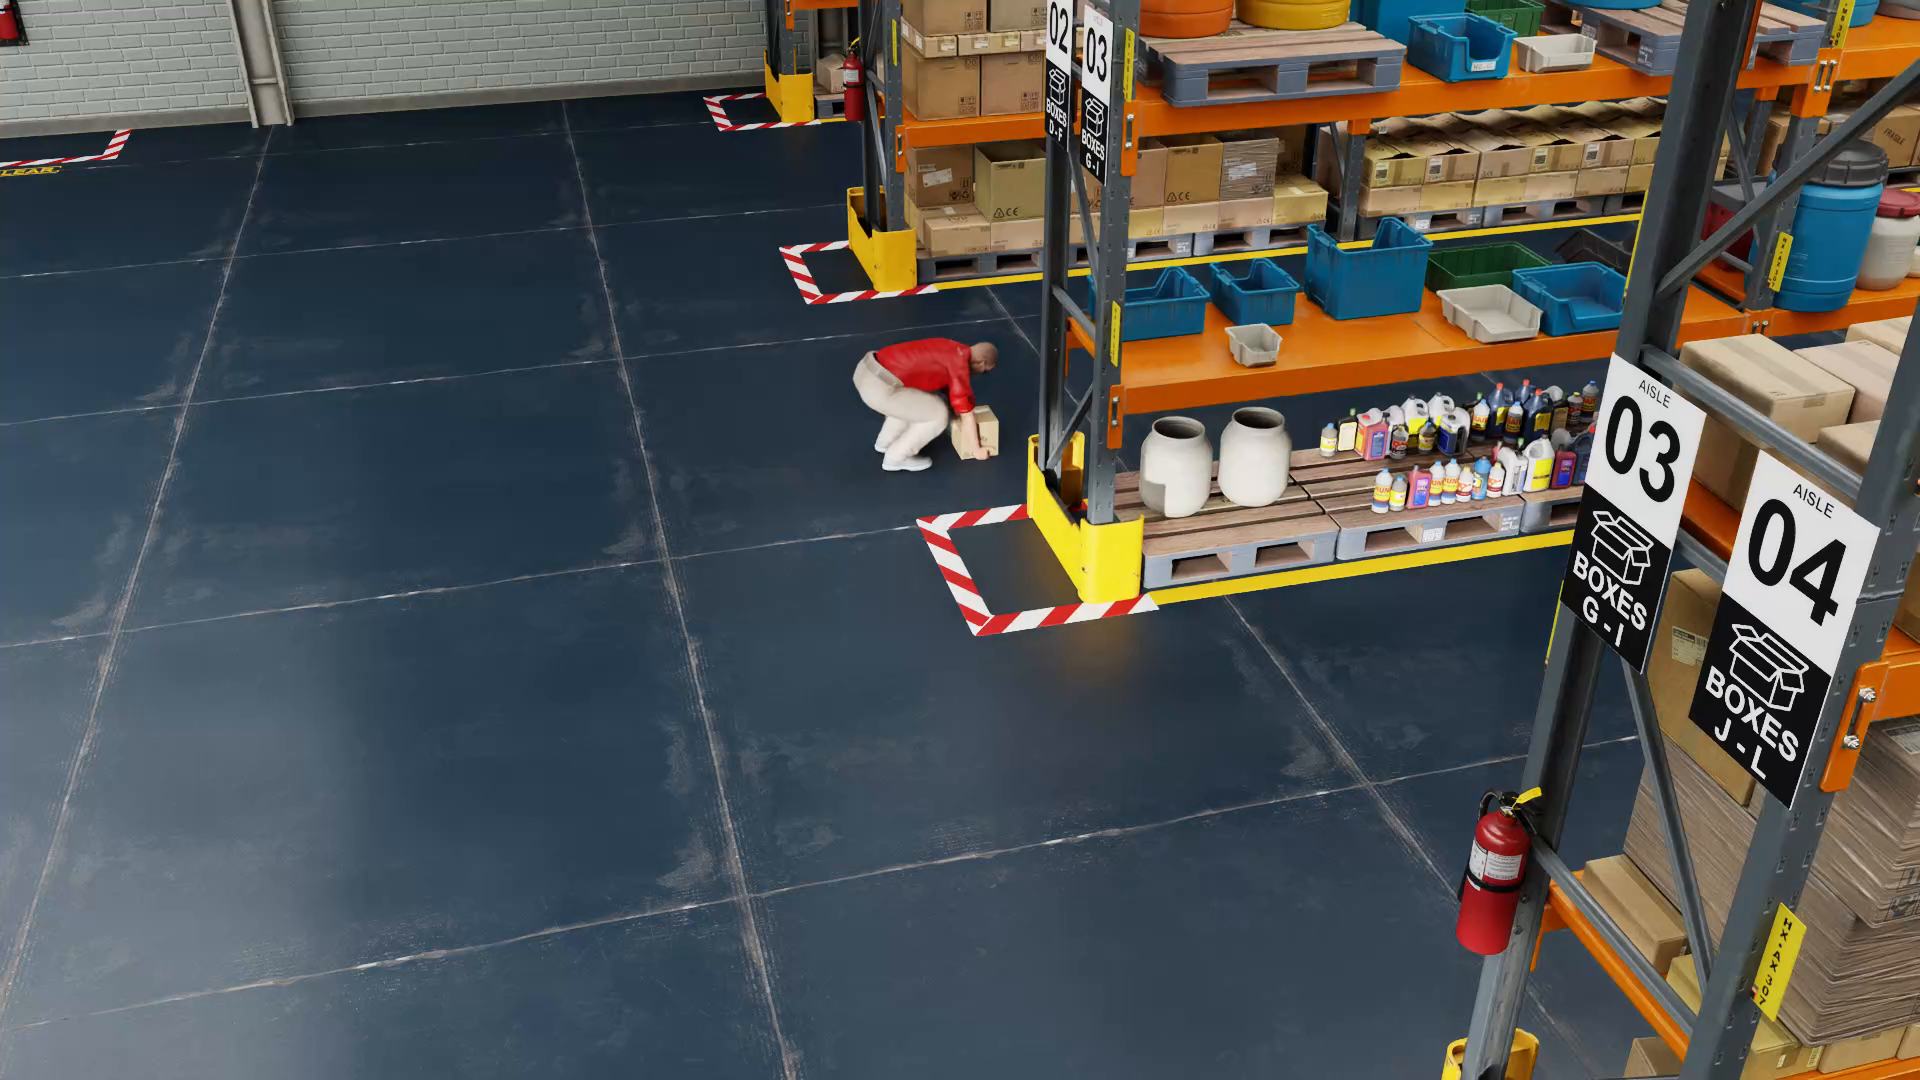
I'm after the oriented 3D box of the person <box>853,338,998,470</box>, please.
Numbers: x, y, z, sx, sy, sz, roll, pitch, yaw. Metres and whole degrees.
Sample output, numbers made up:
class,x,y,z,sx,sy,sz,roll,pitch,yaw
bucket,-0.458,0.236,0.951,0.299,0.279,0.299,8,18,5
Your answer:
class,x,y,z,sx,sy,sz,roll,pitch,yaw
person,-0.210,-0.900,10.765,0.954,0.814,0.536,-9,31,-15
